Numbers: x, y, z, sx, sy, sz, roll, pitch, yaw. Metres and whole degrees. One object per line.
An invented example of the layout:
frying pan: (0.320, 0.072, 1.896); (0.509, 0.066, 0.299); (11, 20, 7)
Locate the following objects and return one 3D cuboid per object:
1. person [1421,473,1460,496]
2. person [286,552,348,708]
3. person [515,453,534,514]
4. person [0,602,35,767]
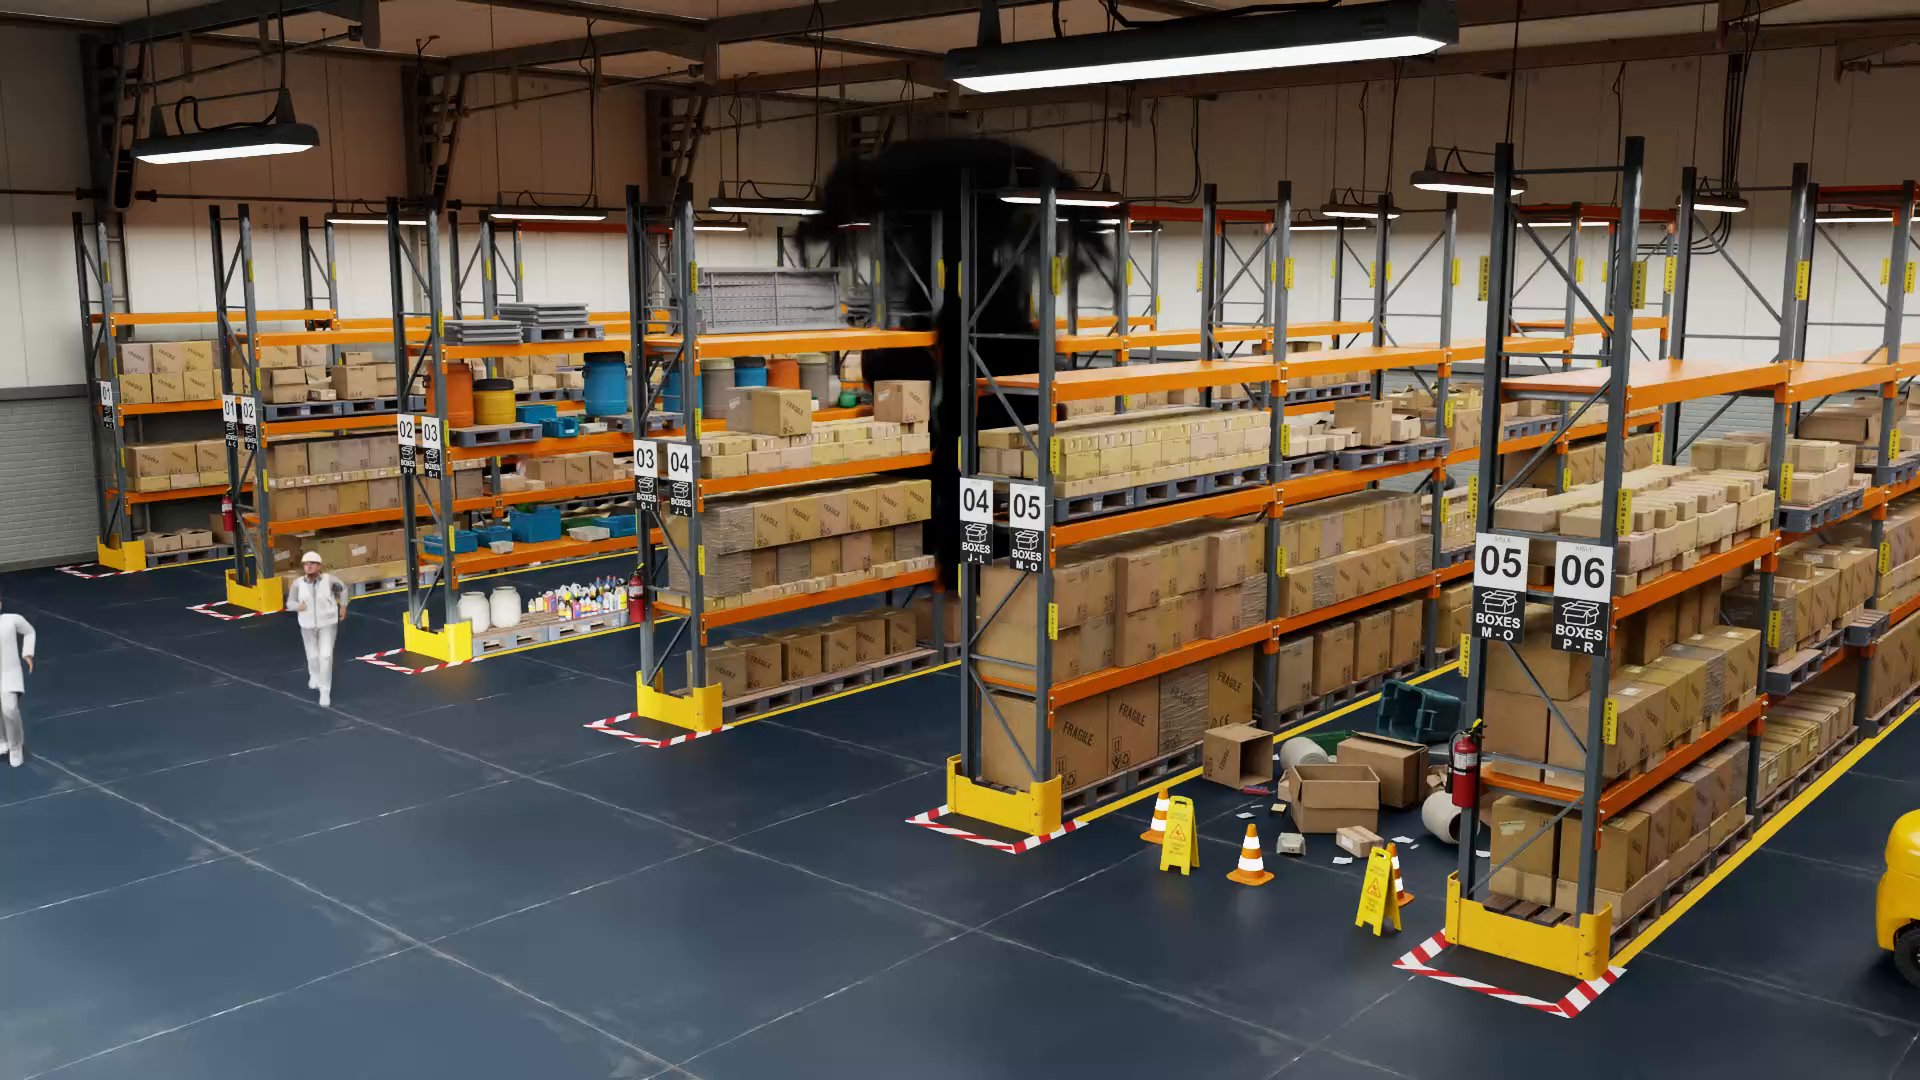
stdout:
person: (8.684, -0.597, 29.891); (0.707, 1.651, 0.519); (-1, 10, -6)
person: (-7.641, 1.017, 19.824); (0.665, 1.812, 0.943); (-2, 10, -12)
person: (-8.175, -0.895, 31.357); (0.636, 1.741, 0.586); (6, 11, 34)
person: (-9.979, 1.449, 17.269); (0.672, 1.834, 0.812); (-4, 10, -22)
